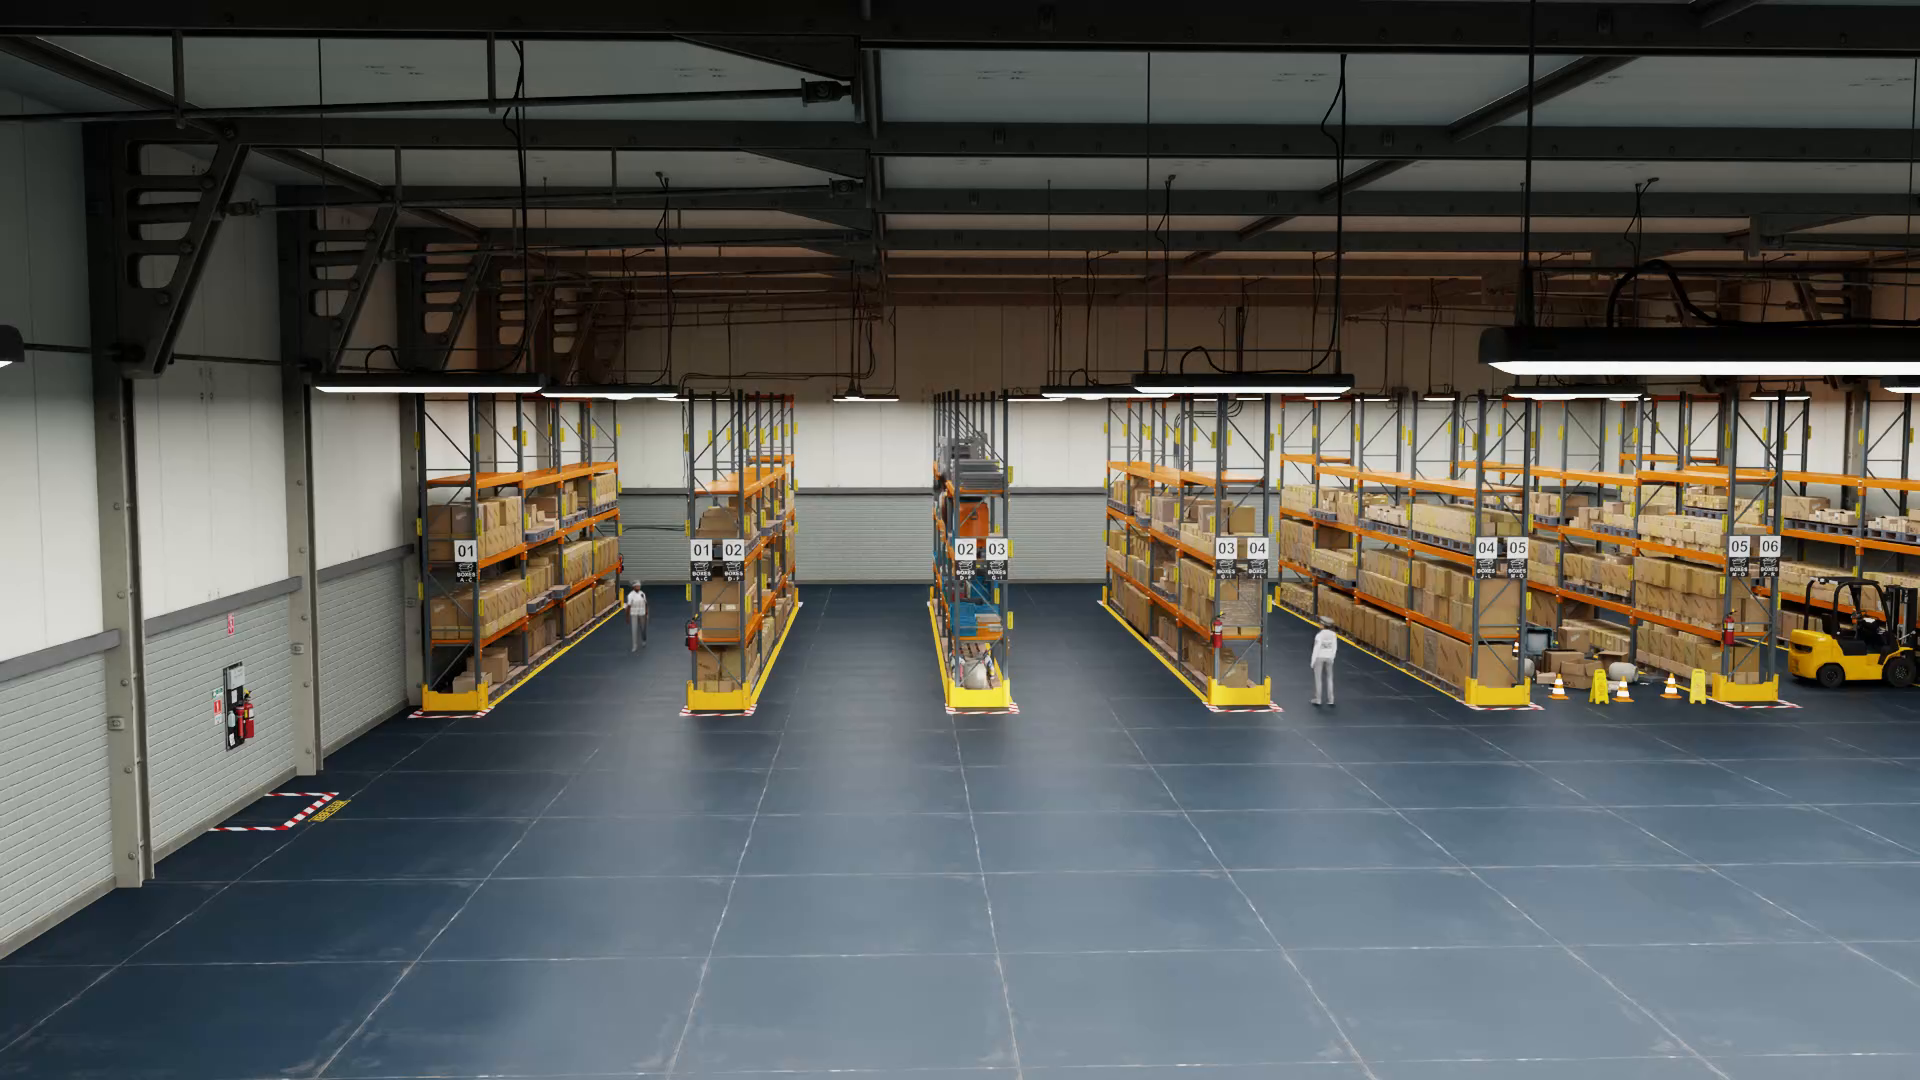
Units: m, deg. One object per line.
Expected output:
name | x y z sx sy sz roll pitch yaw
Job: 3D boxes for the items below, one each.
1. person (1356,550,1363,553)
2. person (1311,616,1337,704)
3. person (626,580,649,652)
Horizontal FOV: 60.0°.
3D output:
person | 11.514 1.022 48.029 0.922 1.544 0.546 3 6 35
person | 6.951 2.310 31.699 0.496 1.736 0.376 0 5 -2
person | -7.501 1.740 38.709 0.533 1.640 0.951 -1 5 -9
